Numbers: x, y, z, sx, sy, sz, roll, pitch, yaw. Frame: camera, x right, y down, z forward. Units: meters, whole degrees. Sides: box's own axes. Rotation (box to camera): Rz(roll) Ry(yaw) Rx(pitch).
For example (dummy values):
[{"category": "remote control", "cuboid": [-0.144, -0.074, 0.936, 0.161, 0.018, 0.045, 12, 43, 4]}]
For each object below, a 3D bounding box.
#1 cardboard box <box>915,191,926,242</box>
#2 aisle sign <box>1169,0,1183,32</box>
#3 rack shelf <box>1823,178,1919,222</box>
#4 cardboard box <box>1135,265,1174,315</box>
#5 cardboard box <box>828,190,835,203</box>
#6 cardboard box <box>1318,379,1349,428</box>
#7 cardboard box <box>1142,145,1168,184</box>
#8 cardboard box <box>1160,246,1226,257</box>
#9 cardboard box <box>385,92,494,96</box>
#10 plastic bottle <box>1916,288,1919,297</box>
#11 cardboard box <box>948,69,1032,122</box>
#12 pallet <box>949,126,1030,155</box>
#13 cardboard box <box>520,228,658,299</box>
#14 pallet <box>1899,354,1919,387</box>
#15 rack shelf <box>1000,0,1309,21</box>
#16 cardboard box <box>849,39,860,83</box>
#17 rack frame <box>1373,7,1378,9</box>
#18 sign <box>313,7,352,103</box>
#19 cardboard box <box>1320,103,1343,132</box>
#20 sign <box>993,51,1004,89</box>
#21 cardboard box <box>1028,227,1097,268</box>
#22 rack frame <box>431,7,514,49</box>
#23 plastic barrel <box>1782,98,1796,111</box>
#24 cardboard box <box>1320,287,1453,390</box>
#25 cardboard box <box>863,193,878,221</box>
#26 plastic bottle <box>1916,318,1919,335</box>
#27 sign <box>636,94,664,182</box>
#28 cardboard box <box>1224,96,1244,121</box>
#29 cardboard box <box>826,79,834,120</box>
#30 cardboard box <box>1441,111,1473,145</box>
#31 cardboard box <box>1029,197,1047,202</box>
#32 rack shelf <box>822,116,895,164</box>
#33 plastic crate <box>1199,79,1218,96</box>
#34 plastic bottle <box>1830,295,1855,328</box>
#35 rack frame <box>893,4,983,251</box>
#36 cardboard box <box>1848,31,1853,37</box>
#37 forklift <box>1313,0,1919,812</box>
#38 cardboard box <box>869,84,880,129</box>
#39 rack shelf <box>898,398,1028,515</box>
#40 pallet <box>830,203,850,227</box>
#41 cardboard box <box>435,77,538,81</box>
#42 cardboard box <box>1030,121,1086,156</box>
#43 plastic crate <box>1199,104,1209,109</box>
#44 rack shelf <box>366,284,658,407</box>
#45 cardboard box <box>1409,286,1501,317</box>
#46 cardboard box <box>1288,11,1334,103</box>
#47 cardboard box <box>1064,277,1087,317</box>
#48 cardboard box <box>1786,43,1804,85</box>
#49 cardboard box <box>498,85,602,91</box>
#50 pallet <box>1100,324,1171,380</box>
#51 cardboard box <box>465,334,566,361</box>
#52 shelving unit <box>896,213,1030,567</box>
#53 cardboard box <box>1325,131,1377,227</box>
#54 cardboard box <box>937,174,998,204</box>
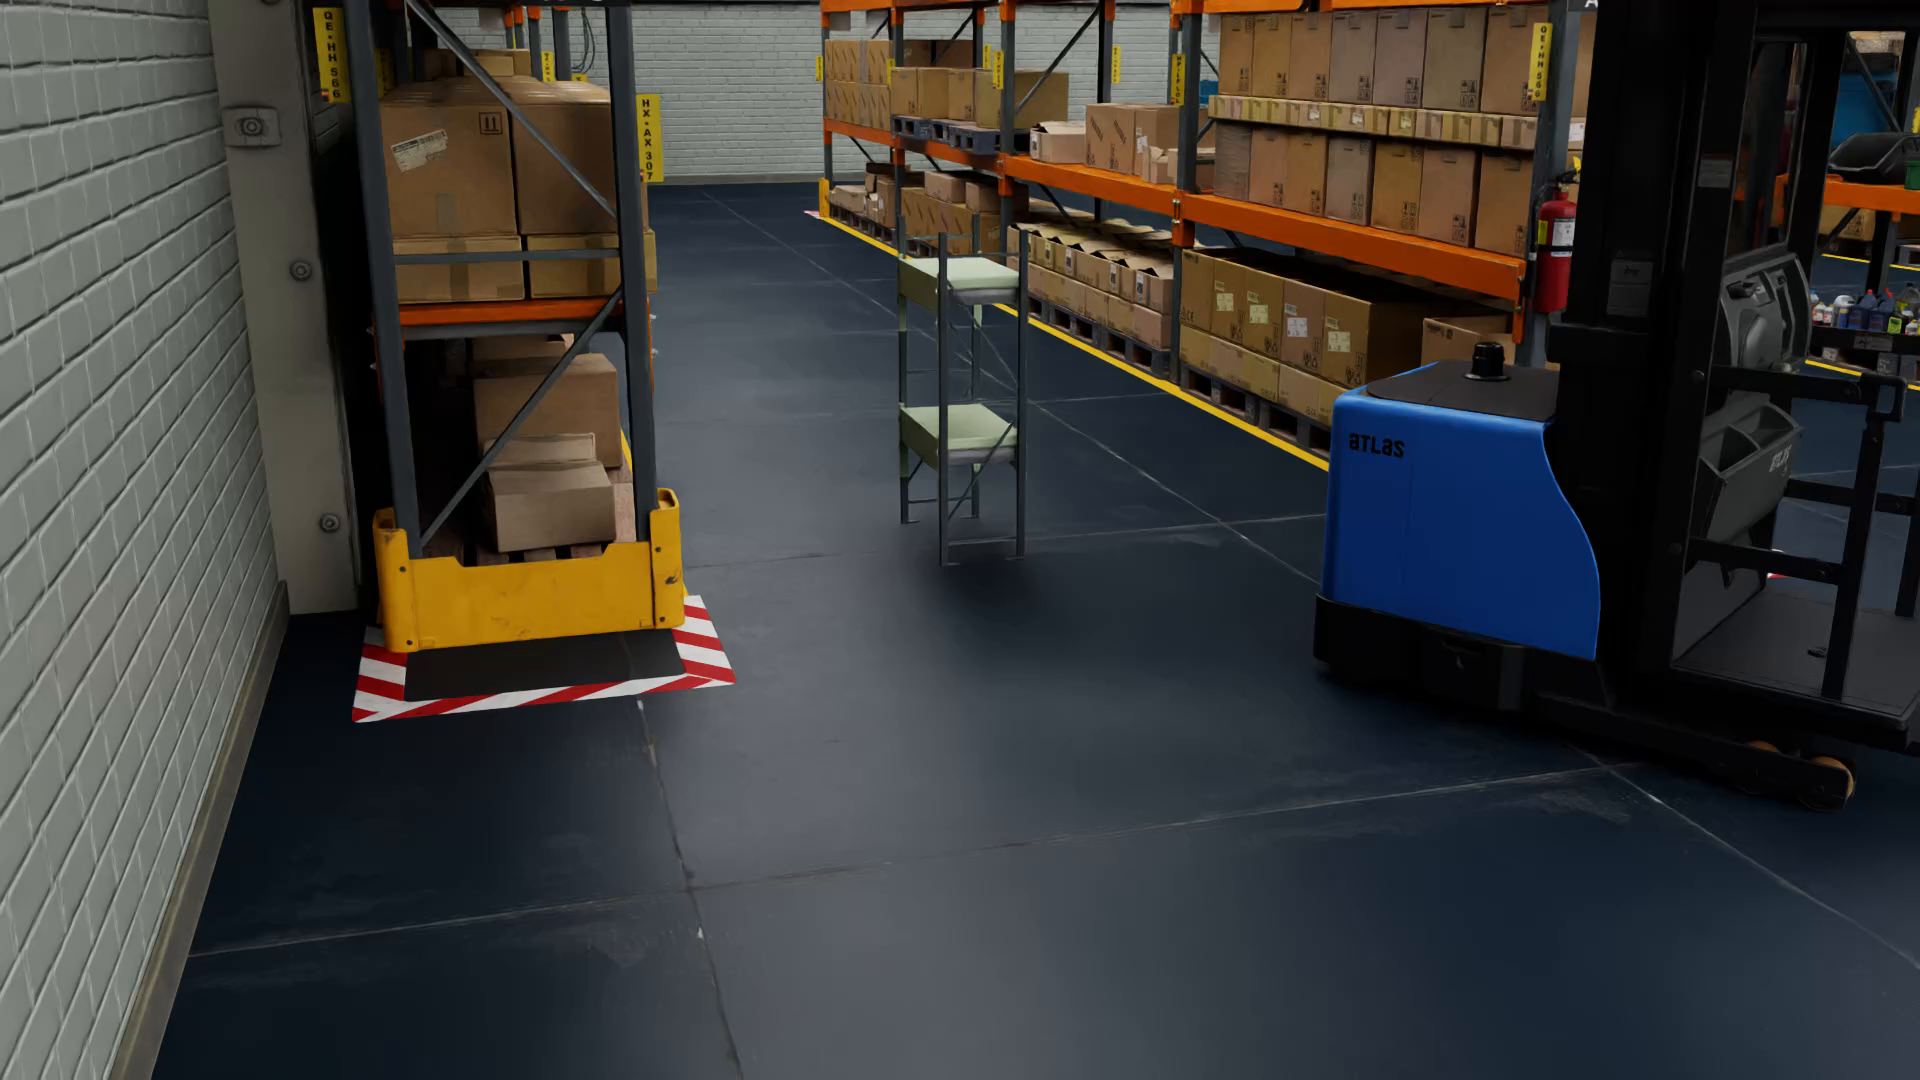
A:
[{"category": "cardboard box", "cuboid": [-0.183, -3.490, 17.937, 0.500, 0.500, 0.500, -4, 17, -14]}, {"category": "aisle sign", "cuboid": [3.120, -7.515, 23.236, 0.394, 0.787, 0.004, -5, 17, -15]}, {"category": "rack shelf", "cuboid": [7.273, -2.056, 10.834, 1.077, 0.370, 4.000, -5, 17, -15]}, {"category": "cardboard box", "cuboid": [1.573, -1.806, 11.824, 0.500, 0.311, 0.500, -5, 17, -15]}, {"category": "cardboard box", "cuboid": [-1.553, -4.585, 22.193, 0.380, 0.149, 0.250, -5, 17, -15]}, {"category": "cardboard box", "cuboid": [2.340, -0.742, 9.257, 0.500, 0.250, 0.500, -5, 17, -15]}, {"category": "cardboard box", "cuboid": [1.542, -2.728, 12.052, 0.396, 0.266, 0.258, -5, 17, -17]}, {"category": "cardboard box", "cuboid": [1.810, -2.132, 12.911, 0.500, 0.311, 0.500, -5, 18, -17]}, {"category": "cardboard box", "cuboid": [-2.312, -1.757, 7.511, 0.500, 0.500, 0.500, -5, 17, -17]}, {"category": "plastic bottle", "cuboid": [7.178, -1.741, 12.373, 0.144, 0.351, 0.185, -5, 17, -17]}, {"category": "cardboard box", "cuboid": [0.306, -4.541, 16.953, 0.700, 0.500, 0.500, -10, 19, -29]}, {"category": "pallet", "cuboid": [0.607, -3.760, 15.588, 1.213, 0.211, 1.003, -5, 17, -15]}, {"category": "cardboard box", "cuboid": [-1.532, -1.162, 6.833, 0.500, 0.250, 0.500, -5, 17, -17]}, {"category": "pallet", "cuboid": [7.207, -1.091, 11.218, 1.003, 0.211, 1.213, -5, 17, -15]}, {"category": "rack shelf", "cuboid": [1.410, -4.209, 12.785, 1.077, 0.370, 4.000, -5, 17, -15]}, {"category": "cardboard box", "cuboid": [-1.045, -5.843, 20.277, 0.500, 0.500, 0.500, -5, 17, -16]}, {"category": "rack frame", "cuboid": [4.525, -5.167, 19.939, 1.000, 3.000, 0.127, -5, 17, -15]}, {"category": "sign", "cuboid": [-2.242, -1.732, 5.941, 0.100, 0.325, 0.005, -5, 17, -15]}, {"category": "cardboard box", "cuboid": [2.277, -2.404, 9.440, 0.380, 0.149, 0.250, -5, 17, -16]}, {"category": "sign", "cuboid": [0.341, -4.141, 14.648, 0.100, 0.325, 0.005, -5, 17, -15]}, {"category": "cardboard box", "cuboid": [0.875, -2.510, 14.169, 0.500, 0.311, 0.500, -5, 17, -17]}, {"category": "rack frame", "cuboid": [-6.100, -5.490, 21.015, 1.000, 3.000, 0.127, -5, 17, -15]}, {"category": "plastic barrel", "cuboid": [6.671, -3.301, 13.491, 0.433, 0.535, 0.433, 0, 17, 0]}, {"category": "cardboard box", "cuboid": [2.337, -1.101, 9.148, 0.500, 0.500, 0.500, -5, 17, -15]}, {"category": "cardboard box", "cuboid": [-0.874, -4.042, 20.103, 0.500, 0.311, 0.500, -5, 17, -15]}, {"category": "plastic bottle", "cuboid": [6.715, -1.470, 11.472, 0.144, 0.351, 0.185, -5, 17, -16]}, {"category": "sign", "cuboid": [-1.181, -1.522, 6.299, 0.100, 0.325, 0.005, -5, 17, -15]}, {"category": "cardboard box", "cuboid": [1.917, -2.763, 10.635, 0.380, 0.149, 0.250, -4, 17, -14]}, {"category": "cardboard box", "cuboid": [-1.470, -5.787, 21.830, 0.500, 0.500, 0.500, -4, 17, -14]}, {"category": "cardboard box", "cuboid": [2.627, -2.049, 8.258, 0.380, 0.149, 0.250, -5, 17, -16]}, {"category": "cardboard box", "cuboid": [0.580, -3.259, 17.169, 0.500, 0.500, 0.500, -5, 18, -17]}, {"category": "rack shelf", "cuboid": [-0.788, -4.985, 20.584, 1.077, 0.370, 4.000, -5, 17, -15]}, {"category": "plastic crate", "cuboid": [3.697, -6.241, 23.349, 0.616, 0.435, 0.499, -5, 17, -15]}, {"category": "plastic bottle", "cuboid": [6.505, -1.650, 12.201, 0.152, 0.276, 0.135, -4, 17, -13]}, {"category": "rack frame", "cuboid": [-0.239, -4.776, 18.639, 1.000, 3.000, 0.127, -5, 17, -15]}, {"category": "cardboard box", "cuboid": [13.119, -7.268, 24.506, 0.500, 0.500, 0.500, -5, 17, -16]}, {"category": "forklift", "cuboid": [2.784, -0.733, 5.298, 3.031, 2.935, 1.130, 14, 21, 38]}, {"category": "cardboard box", "cuboid": [-0.766, -5.085, 19.491, 0.500, 0.500, 0.500, -4, 17, -14]}, {"category": "rack shelf", "cuboid": [0.002, -0.404, 7.824, 0.431, 0.370, 0.720, -5, 17, -15]}, {"category": "pallet", "cuboid": [-1.097, -4.306, 21.919, 1.003, 0.211, 1.213, -5, 17, -15]}, {"category": "cardboard box", "cuboid": [-3.583, -3.254, 12.633, 0.700, 0.500, 0.500, -6, 18, -20]}, {"category": "cardboard box", "cuboid": [0.919, -3.523, 14.621, 0.500, 0.311, 0.500, -4, 17, -12]}, {"category": "plastic crate", "cuboid": [3.372, -5.798, 22.396, 0.250, 0.136, 0.298, -5, 17, -15]}, {"category": "rack shelf", "cuboid": [-2.252, -1.273, 8.226, 1.077, 0.370, 4.000, -5, 17, -15]}, {"category": "cardboard box", "cuboid": [2.837, -1.142, 9.285, 0.500, 0.500, 0.500, -5, 17, -15]}, {"category": "cardboard box", "cuboid": [2.365, -2.832, 9.737, 0.700, 0.500, 0.500, -5, 17, -15]}, {"category": "cardboard box", "cuboid": [1.150, -1.962, 13.319, 0.500, 0.250, 0.500, -4, 17, -14]}, {"category": "cardboard box", "cuboid": [9.834, -5.549, 19.294, 0.797, 0.503, 0.637, -4, 17, -13]}, {"category": "cardboard box", "cuboid": [-2.104, -2.084, 8.597, 0.500, 0.500, 0.500, -5, 17, -17]}, {"category": "pallet", "cuboid": [1.720, -1.429, 12.341, 1.003, 0.211, 1.213, -5, 17, -15]}, {"category": "cardboard box", "cuboid": [-2.478, -0.900, 9.316, 0.500, 0.500, 0.500, -6, 18, -19]}, {"category": "shelving unit", "cuboid": [0.002, -0.716, 7.730, 0.431, 1.500, 0.755, -5, 17, -15]}, {"category": "cardboard box", "cuboid": [2.515, -2.063, 9.432, 0.700, 0.500, 0.500, -4, 17, -14]}, {"category": "cardboard box", "cuboid": [0.073, -3.581, 16.935, 0.500, 0.250, 0.500, -5, 17, -16]}]
